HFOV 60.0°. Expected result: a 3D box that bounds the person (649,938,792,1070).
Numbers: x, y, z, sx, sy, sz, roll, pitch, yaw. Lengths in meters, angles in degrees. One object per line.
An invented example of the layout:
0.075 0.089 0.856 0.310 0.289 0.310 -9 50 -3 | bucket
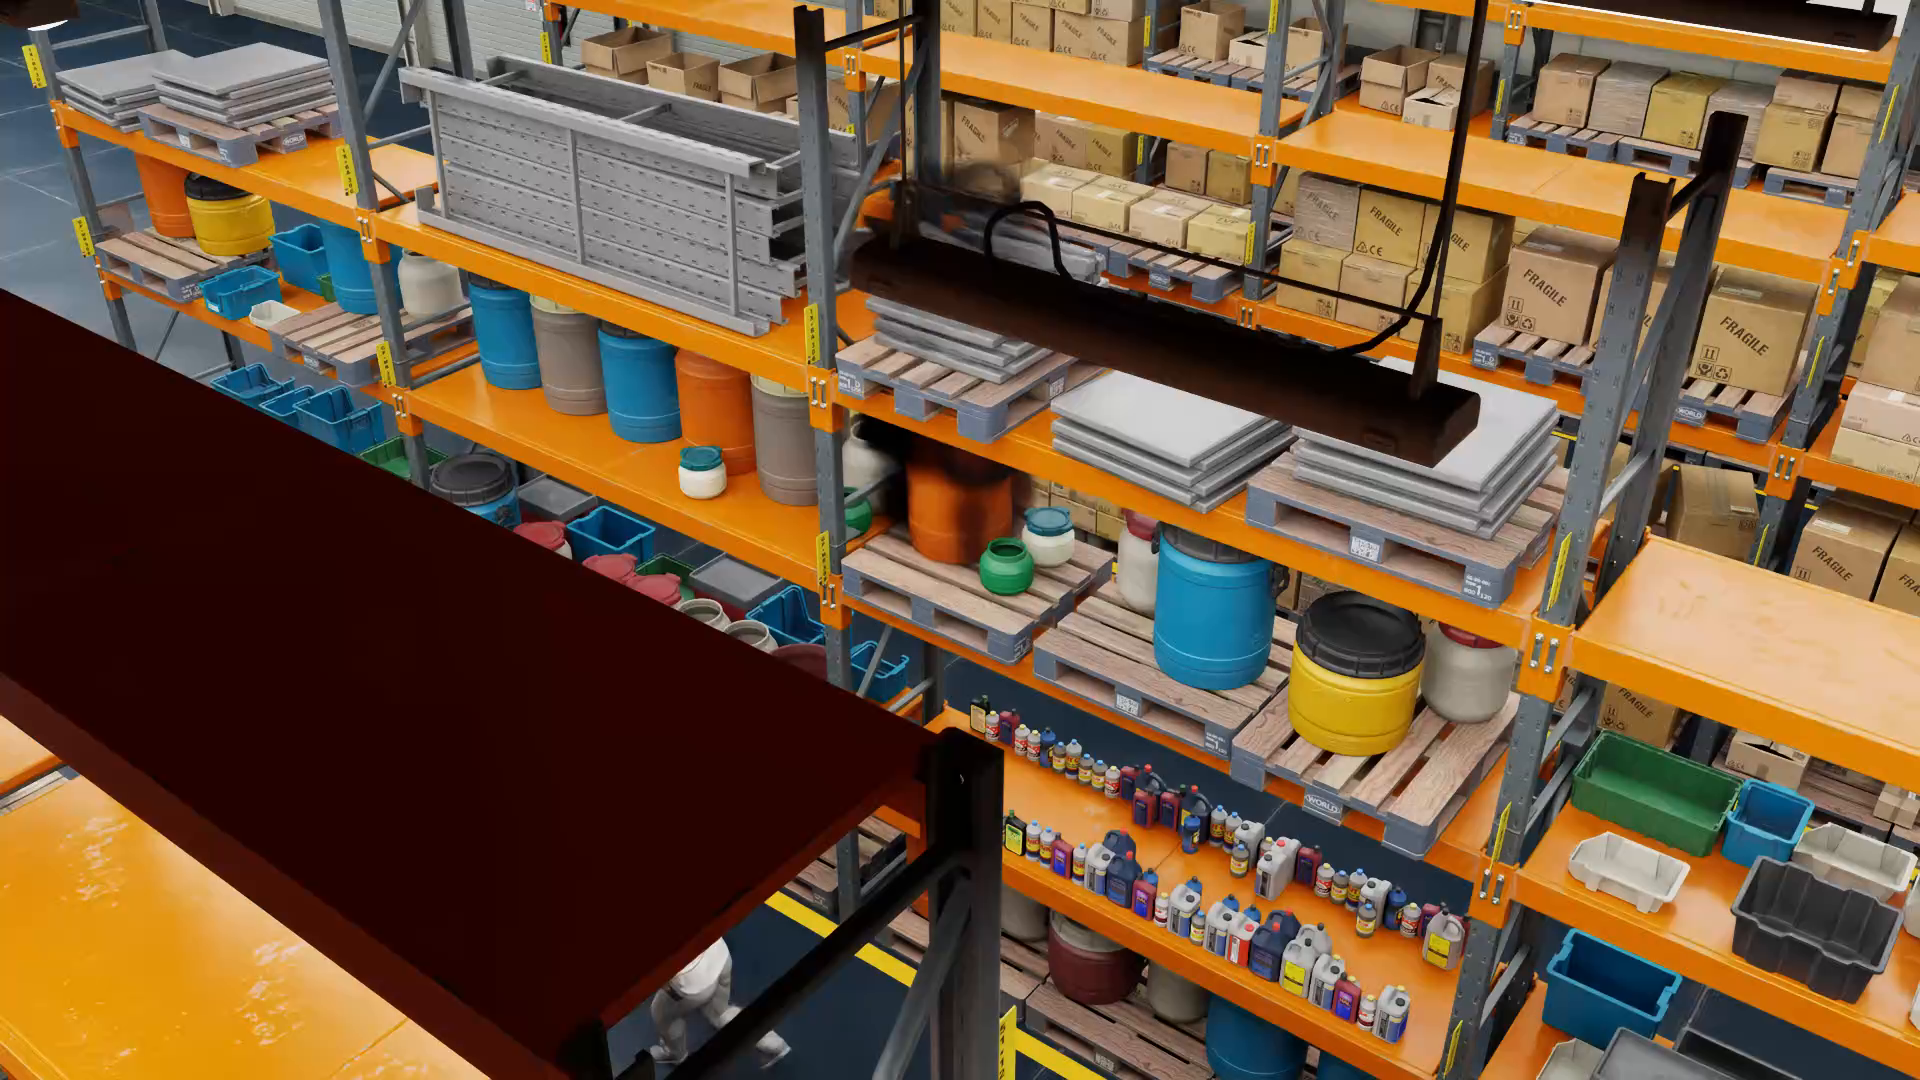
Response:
-1.476 2.557 9.610 0.984 1.633 0.631 8 32 13 | person

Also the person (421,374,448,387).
-5.411 -1.919 16.991 0.802 1.503 0.537 -22 37 -31 | person
